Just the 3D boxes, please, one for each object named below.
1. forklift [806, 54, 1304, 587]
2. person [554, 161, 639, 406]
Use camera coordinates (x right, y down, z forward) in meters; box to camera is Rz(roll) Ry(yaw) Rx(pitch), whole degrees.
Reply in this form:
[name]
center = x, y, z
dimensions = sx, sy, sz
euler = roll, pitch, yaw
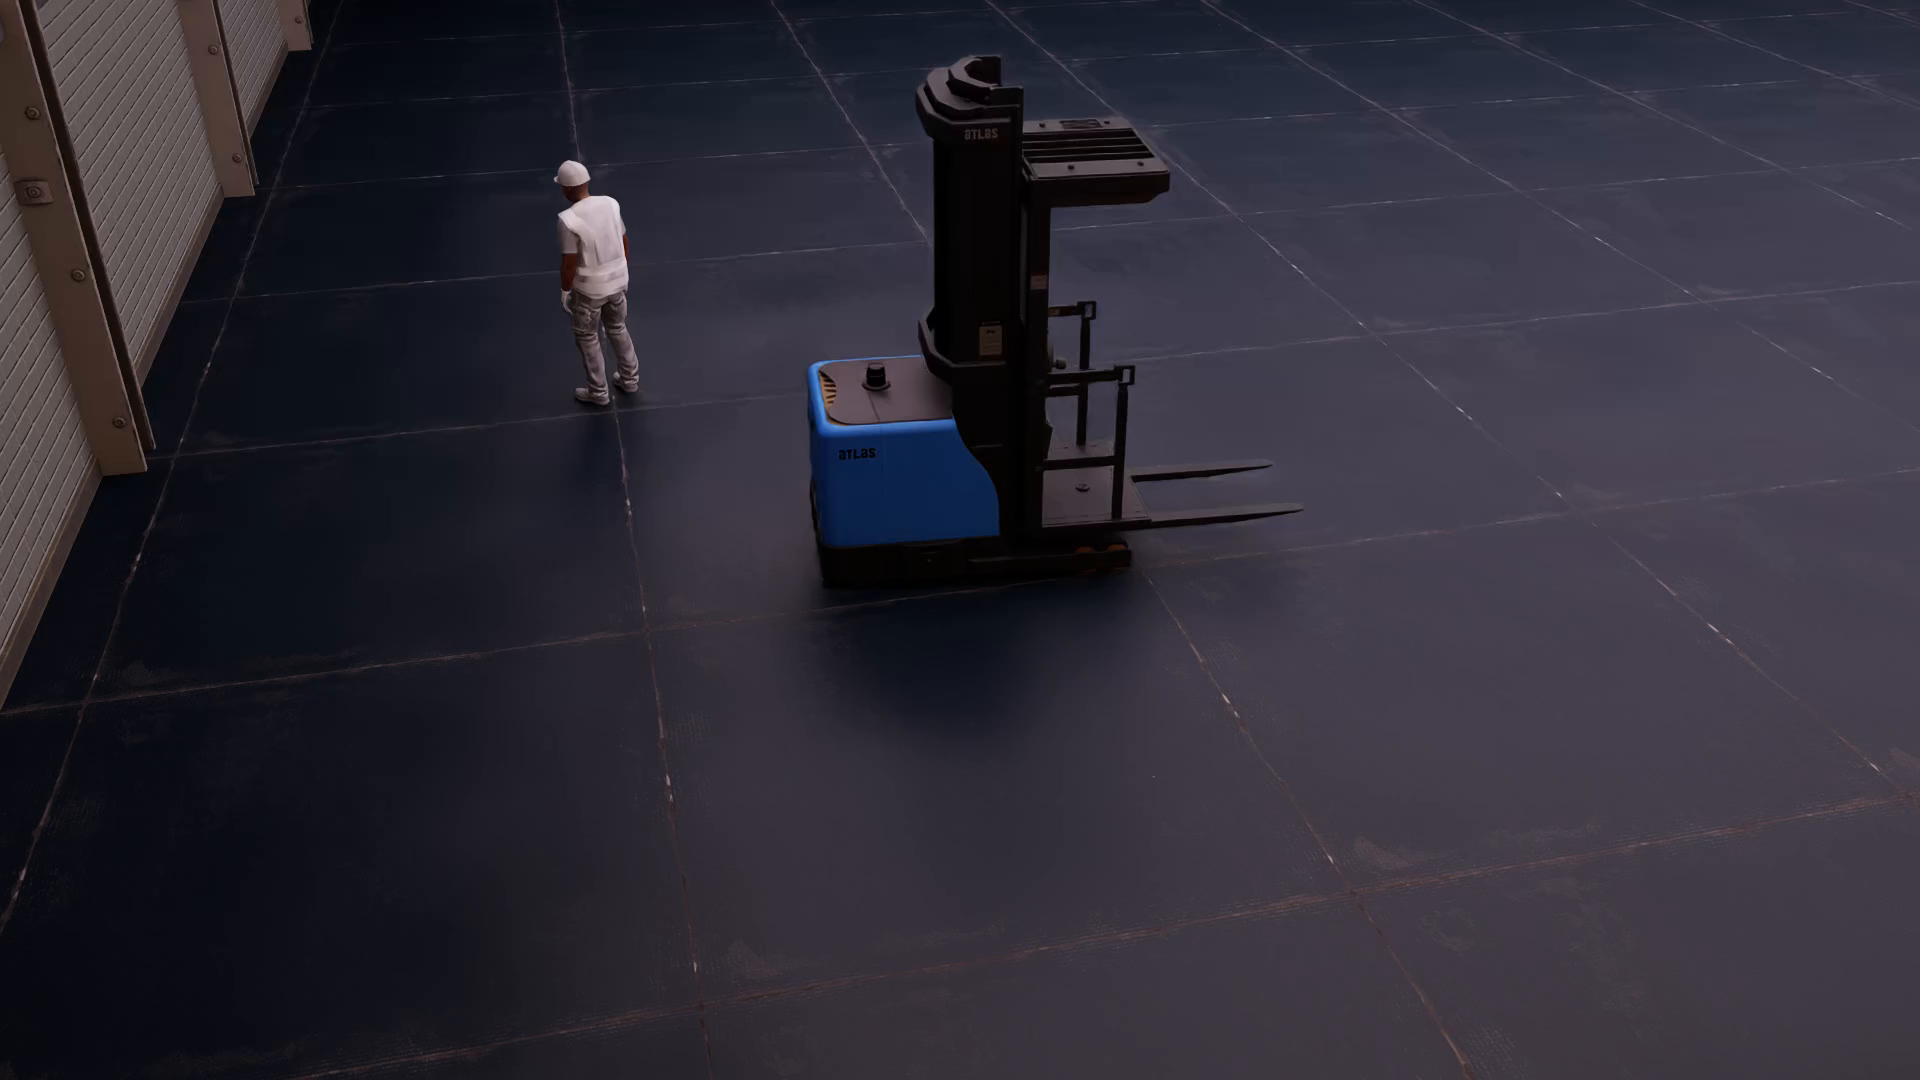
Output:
[forklift]
center = 0.603, -1.318, 9.852
dimensions = 3.031, 2.935, 1.130
euler = -4, 30, -8
[person]
center = -2.617, -1.838, 11.909
dimensions = 0.453, 1.772, 0.616
euler = 22, 37, 33
